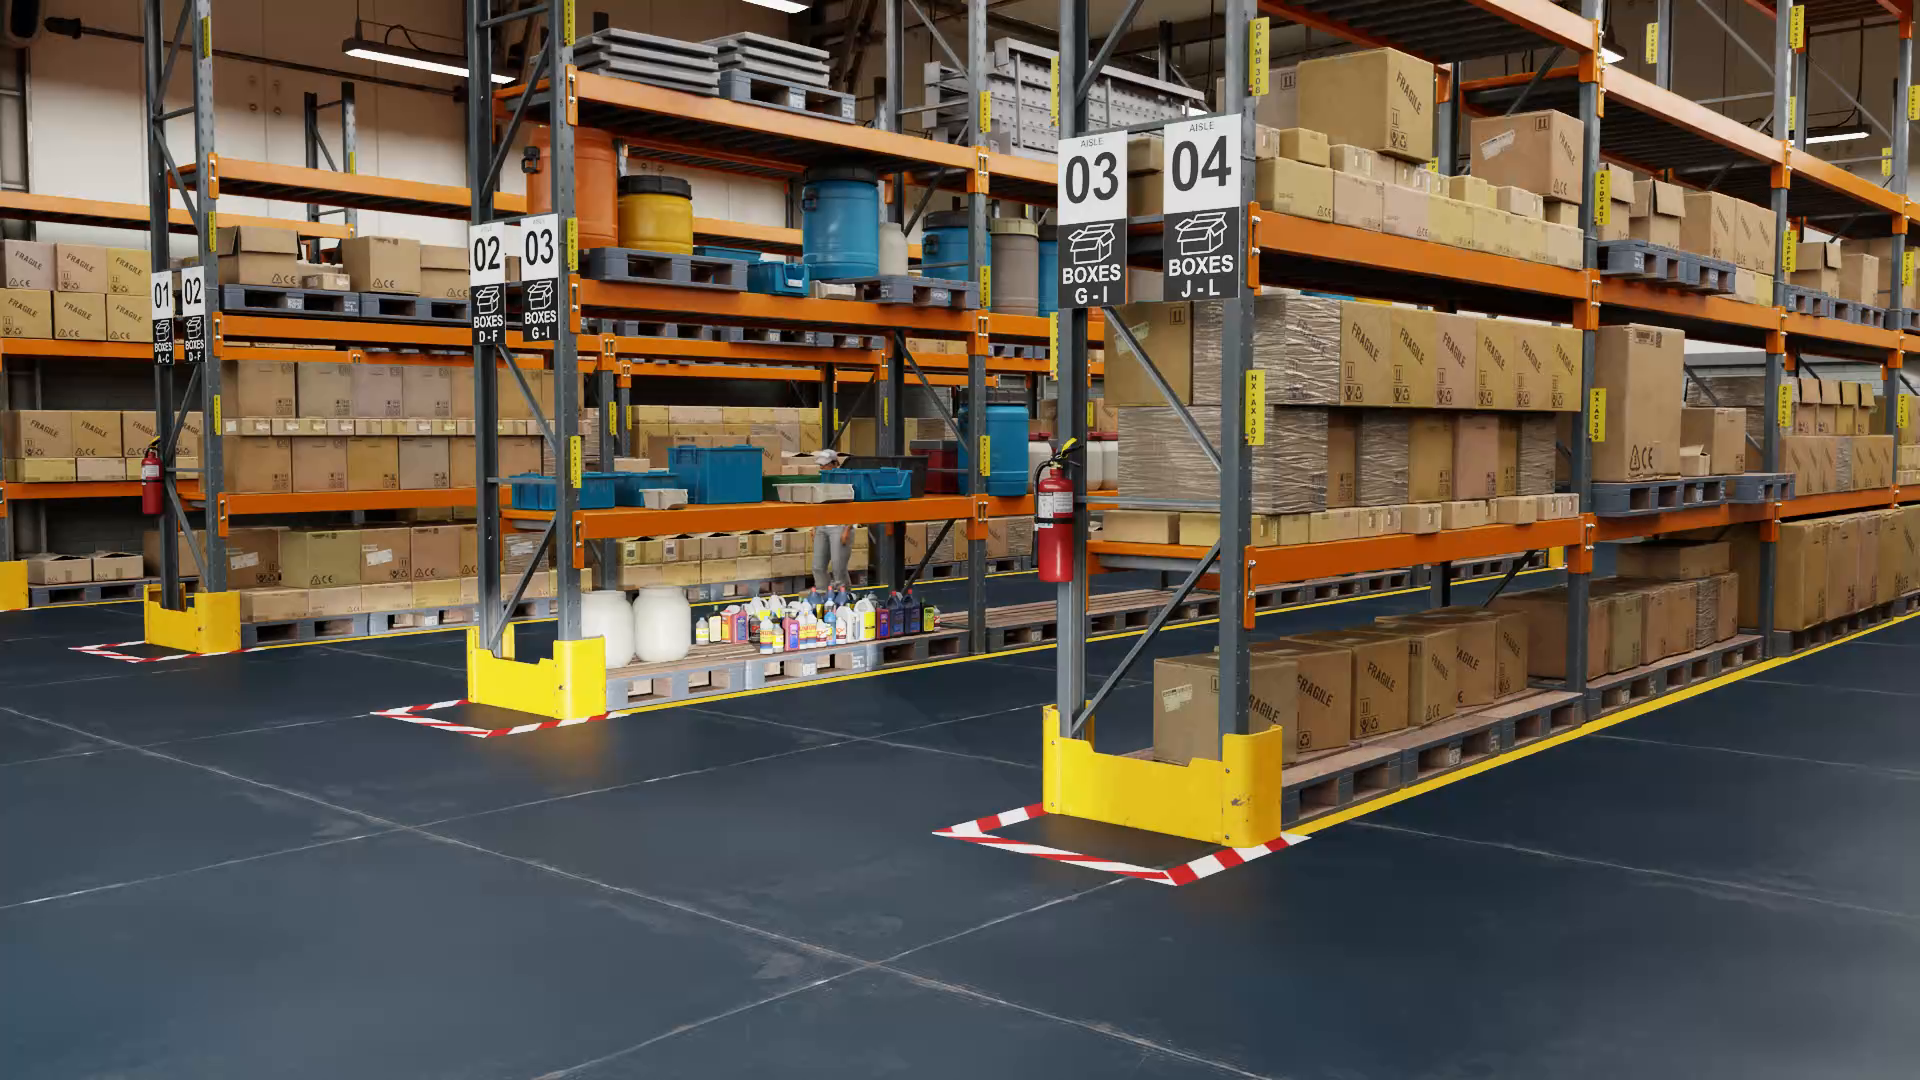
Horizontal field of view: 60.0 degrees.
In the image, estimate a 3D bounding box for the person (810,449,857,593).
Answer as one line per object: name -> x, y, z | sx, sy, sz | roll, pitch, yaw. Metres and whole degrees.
person -> -1.292, -0.079, 16.670 | 0.539, 1.667, 0.466 | 3, 5, 41
